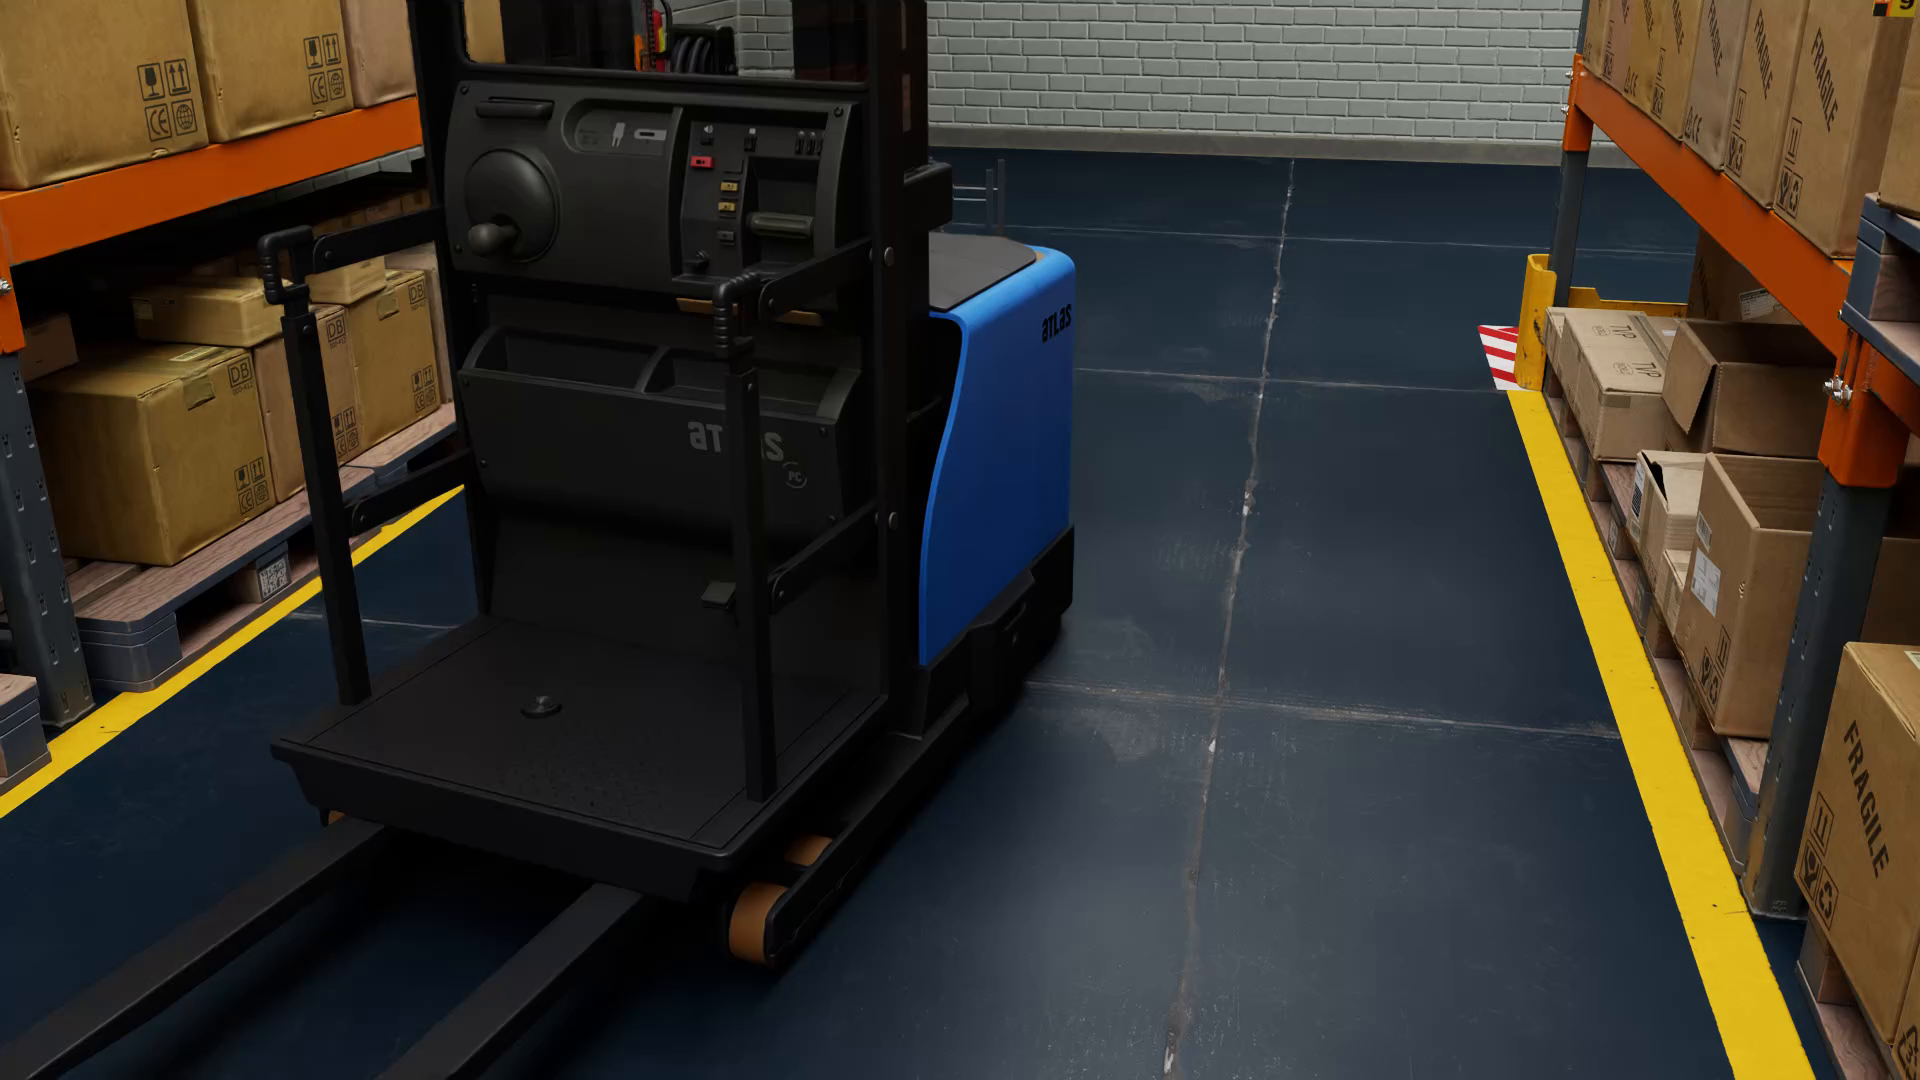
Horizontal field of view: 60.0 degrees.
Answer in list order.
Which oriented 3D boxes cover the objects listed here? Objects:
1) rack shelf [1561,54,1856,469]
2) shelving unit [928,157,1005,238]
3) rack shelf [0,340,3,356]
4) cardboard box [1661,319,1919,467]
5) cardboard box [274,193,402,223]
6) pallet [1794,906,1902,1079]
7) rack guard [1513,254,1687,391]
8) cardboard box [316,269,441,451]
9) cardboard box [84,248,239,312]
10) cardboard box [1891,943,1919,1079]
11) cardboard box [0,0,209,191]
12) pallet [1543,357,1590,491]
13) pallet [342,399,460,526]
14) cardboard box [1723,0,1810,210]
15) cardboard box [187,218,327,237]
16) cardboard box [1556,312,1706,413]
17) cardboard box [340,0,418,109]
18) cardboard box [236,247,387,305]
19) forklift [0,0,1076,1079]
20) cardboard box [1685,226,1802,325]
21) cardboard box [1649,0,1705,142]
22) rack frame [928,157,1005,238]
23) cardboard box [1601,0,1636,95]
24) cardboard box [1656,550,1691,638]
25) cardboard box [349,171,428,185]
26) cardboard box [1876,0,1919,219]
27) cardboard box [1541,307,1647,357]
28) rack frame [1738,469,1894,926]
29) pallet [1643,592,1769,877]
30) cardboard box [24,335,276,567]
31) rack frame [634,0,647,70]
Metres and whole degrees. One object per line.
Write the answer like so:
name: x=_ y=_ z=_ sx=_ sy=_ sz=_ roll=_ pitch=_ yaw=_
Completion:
rack shelf: x=2.537 y=-0.994 z=4.769 sx=1.077 sy=0.370 sz=4.000 roll=4 pitch=22 yaw=11
shelving unit: x=-0.003 y=-0.551 z=5.116 sx=0.258 sy=1.200 sz=0.189 roll=4 pitch=22 yaw=11
rack shelf: x=-3.129 y=0.093 z=2.071 sx=1.077 sy=0.370 sz=4.000 roll=4 pitch=22 yaw=11
cardboard box: x=2.508 y=-0.330 z=4.909 sx=0.797 sy=0.503 sz=0.637 roll=4 pitch=22 yaw=11
cardboard box: x=-2.325 y=-1.199 z=6.230 sx=0.380 sy=0.149 sz=0.250 roll=5 pitch=22 yaw=12
pallet: x=2.000 y=0.998 z=2.593 sx=1.003 sy=0.211 sz=1.213 roll=4 pitch=22 yaw=11
rack guard: x=2.930 y=-0.872 z=6.849 sx=1.175 sy=0.500 sz=0.348 roll=4 pitch=22 yaw=11
cardboard box: x=-2.255 y=-0.644 z=5.722 sx=0.700 sy=0.500 sz=0.500 roll=5 pitch=22 yaw=12
cardboard box: x=-2.533 y=-0.826 z=5.304 sx=0.380 sy=0.149 sz=0.250 roll=4 pitch=22 yaw=9
cardboard box: x=1.694 y=0.714 z=2.323 sx=0.500 sy=0.500 sz=0.500 roll=5 pitch=22 yaw=12
cardboard box: x=-2.594 y=-1.309 z=4.186 sx=0.980 sy=0.700 sz=0.700 roll=5 pitch=22 yaw=12
pallet: x=2.768 y=-0.446 z=6.178 sx=1.003 sy=0.211 sz=1.213 roll=4 pitch=22 yaw=11
pallet: x=-2.242 y=-0.398 z=6.060 sx=1.003 sy=0.211 sz=1.213 roll=4 pitch=22 yaw=11
cardboard box: x=2.084 y=-1.033 z=3.770 sx=0.500 sy=0.500 sz=0.500 roll=5 pitch=22 yaw=12
cardboard box: x=-2.429 y=-1.012 z=5.768 sx=0.380 sy=0.149 sz=0.250 roll=4 pitch=22 yaw=10
cardboard box: x=2.455 y=-0.627 z=5.988 sx=0.500 sy=0.250 sz=0.500 roll=4 pitch=22 yaw=11
cardboard box: x=-2.301 y=-1.842 z=5.510 sx=0.980 sy=0.700 sz=0.700 roll=3 pitch=22 yaw=8
cardboard box: x=-2.113 y=-0.876 z=5.430 sx=0.380 sy=0.149 sz=0.250 roll=4 pitch=22 yaw=9
forklift: x=-0.728 y=-0.702 z=3.172 sx=1.130 sy=2.935 sz=3.031 roll=9 pitch=24 yaw=22
cardboard box: x=3.076 y=-0.886 z=6.295 sx=0.500 sy=0.500 sz=0.500 roll=4 pitch=22 yaw=11
cardboard box: x=2.288 y=-1.408 z=4.701 sx=0.500 sy=0.500 sz=0.500 roll=5 pitch=22 yaw=12
rack frame: x=0.016 y=-0.585 z=5.199 sx=0.240 sy=1.200 sz=0.006 roll=4 pitch=22 yaw=11
cardboard box: x=2.497 y=-1.774 z=5.609 sx=0.500 sy=0.500 sz=0.500 roll=4 pitch=22 yaw=10
cardboard box: x=1.986 y=0.151 z=4.192 sx=0.380 sy=0.149 sz=0.250 roll=4 pitch=22 yaw=11
cardboard box: x=-2.222 y=-1.383 z=6.689 sx=0.380 sy=0.149 sz=0.250 roll=5 pitch=22 yaw=11
cardboard box: x=1.814 y=-0.681 z=2.333 sx=0.700 sy=0.500 sz=0.500 roll=-3 pitch=22 yaw=-7
cardboard box: x=2.524 y=-0.814 z=6.586 sx=0.380 sy=0.149 sz=0.250 roll=4 pitch=22 yaw=11
rack frame: x=2.129 y=-0.596 z=2.818 sx=1.000 sy=3.000 sz=0.127 roll=4 pitch=22 yaw=11
pallet: x=2.270 y=0.446 z=3.963 sx=1.003 sy=0.211 sz=1.213 roll=4 pitch=22 yaw=11
cardboard box: x=-2.468 y=-0.273 z=4.801 sx=0.700 sy=0.500 sz=0.500 roll=5 pitch=22 yaw=12
rack frame: x=-1.905 y=-2.435 z=7.385 sx=1.000 sy=3.000 sz=0.127 roll=4 pitch=22 yaw=11
